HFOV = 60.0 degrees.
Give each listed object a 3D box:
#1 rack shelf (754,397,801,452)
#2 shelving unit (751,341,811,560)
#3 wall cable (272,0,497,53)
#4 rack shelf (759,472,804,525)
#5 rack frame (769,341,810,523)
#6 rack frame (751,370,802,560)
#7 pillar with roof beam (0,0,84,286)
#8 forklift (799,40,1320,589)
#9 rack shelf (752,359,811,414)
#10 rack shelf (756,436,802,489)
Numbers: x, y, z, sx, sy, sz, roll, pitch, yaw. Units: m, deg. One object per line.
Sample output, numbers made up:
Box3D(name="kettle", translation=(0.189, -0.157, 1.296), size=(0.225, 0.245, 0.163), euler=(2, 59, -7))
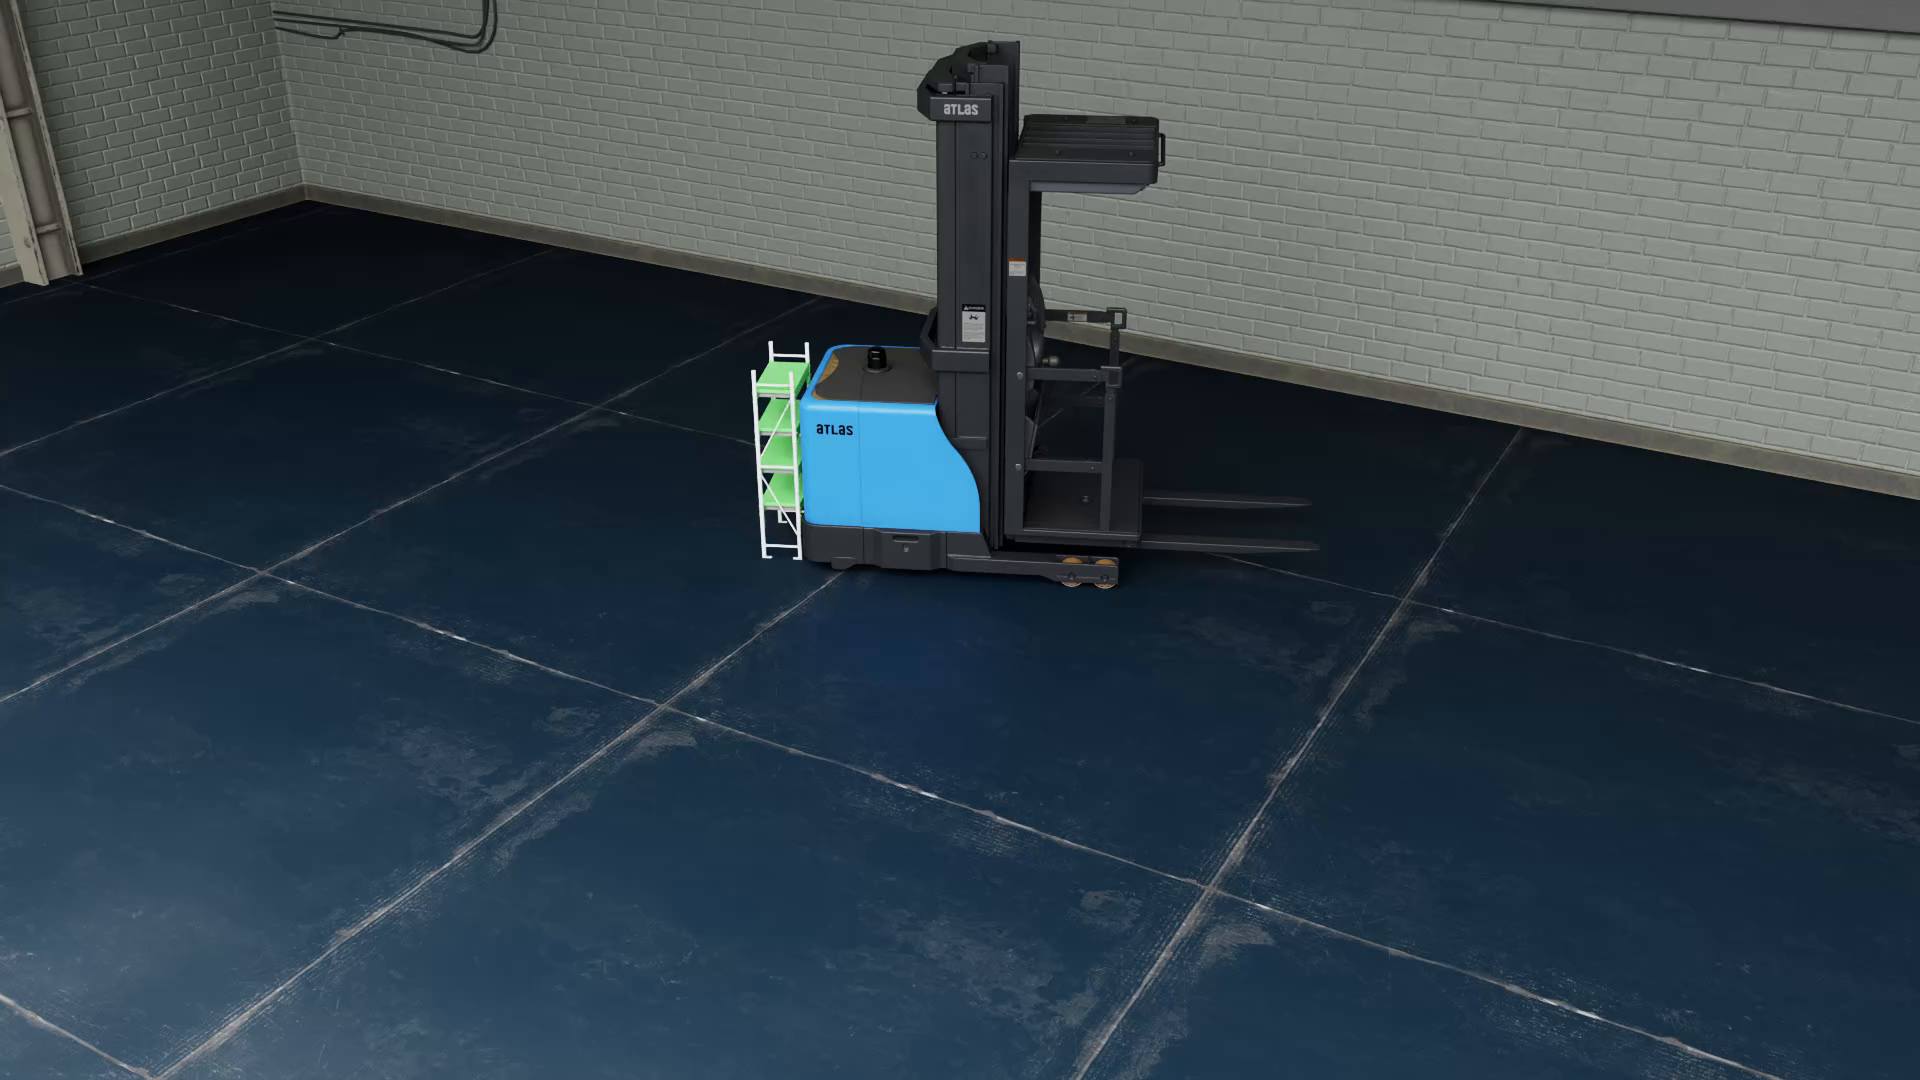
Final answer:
Box3D(name="rack shelf", translation=(-1.047, -0.693, 9.900), size=(0.258, 0.148, 0.480), euler=(3, 27, 5))
Box3D(name="shelving unit", translation=(-1.047, -0.535, 9.978), size=(0.258, 1.200, 0.503), euler=(3, 27, 5))
Box3D(name="wall cable", translation=(-5.567, -5.859, 15.371), size=(3.097, 2.526, 0.112), euler=(14, 30, 26))
Box3D(name="rack shelf", translation=(-1.047, -0.263, 10.114), size=(0.258, 0.148, 0.480), euler=(3, 27, 5))
Box3D(name="rack frame", translation=(-1.022, -0.644, 10.196), size=(0.240, 1.200, 0.015), euler=(3, 27, 5))
Box3D(name="rack frame", translation=(-1.071, -0.426, 9.761), size=(0.240, 1.200, 0.015), euler=(3, 27, 5))
Box3D(name="pillar with roof beam", translation=(-4.419, -5.443, 11.070), size=(9.100, 9.000, 0.400), euler=(14, 30, 26))
Box3D(name="forklift", translation=(0.621, -1.280, 9.532), size=(3.031, 2.935, 1.130), euler=(3, 27, 6))
Box3D(name="rack shelf", translation=(-1.047, -0.907, 9.792), size=(0.258, 0.148, 0.480), euler=(3, 27, 5))
Box3D(name="rack shelf", translation=(-1.047, -0.478, 10.007), size=(0.258, 0.148, 0.480), euler=(3, 27, 5))
